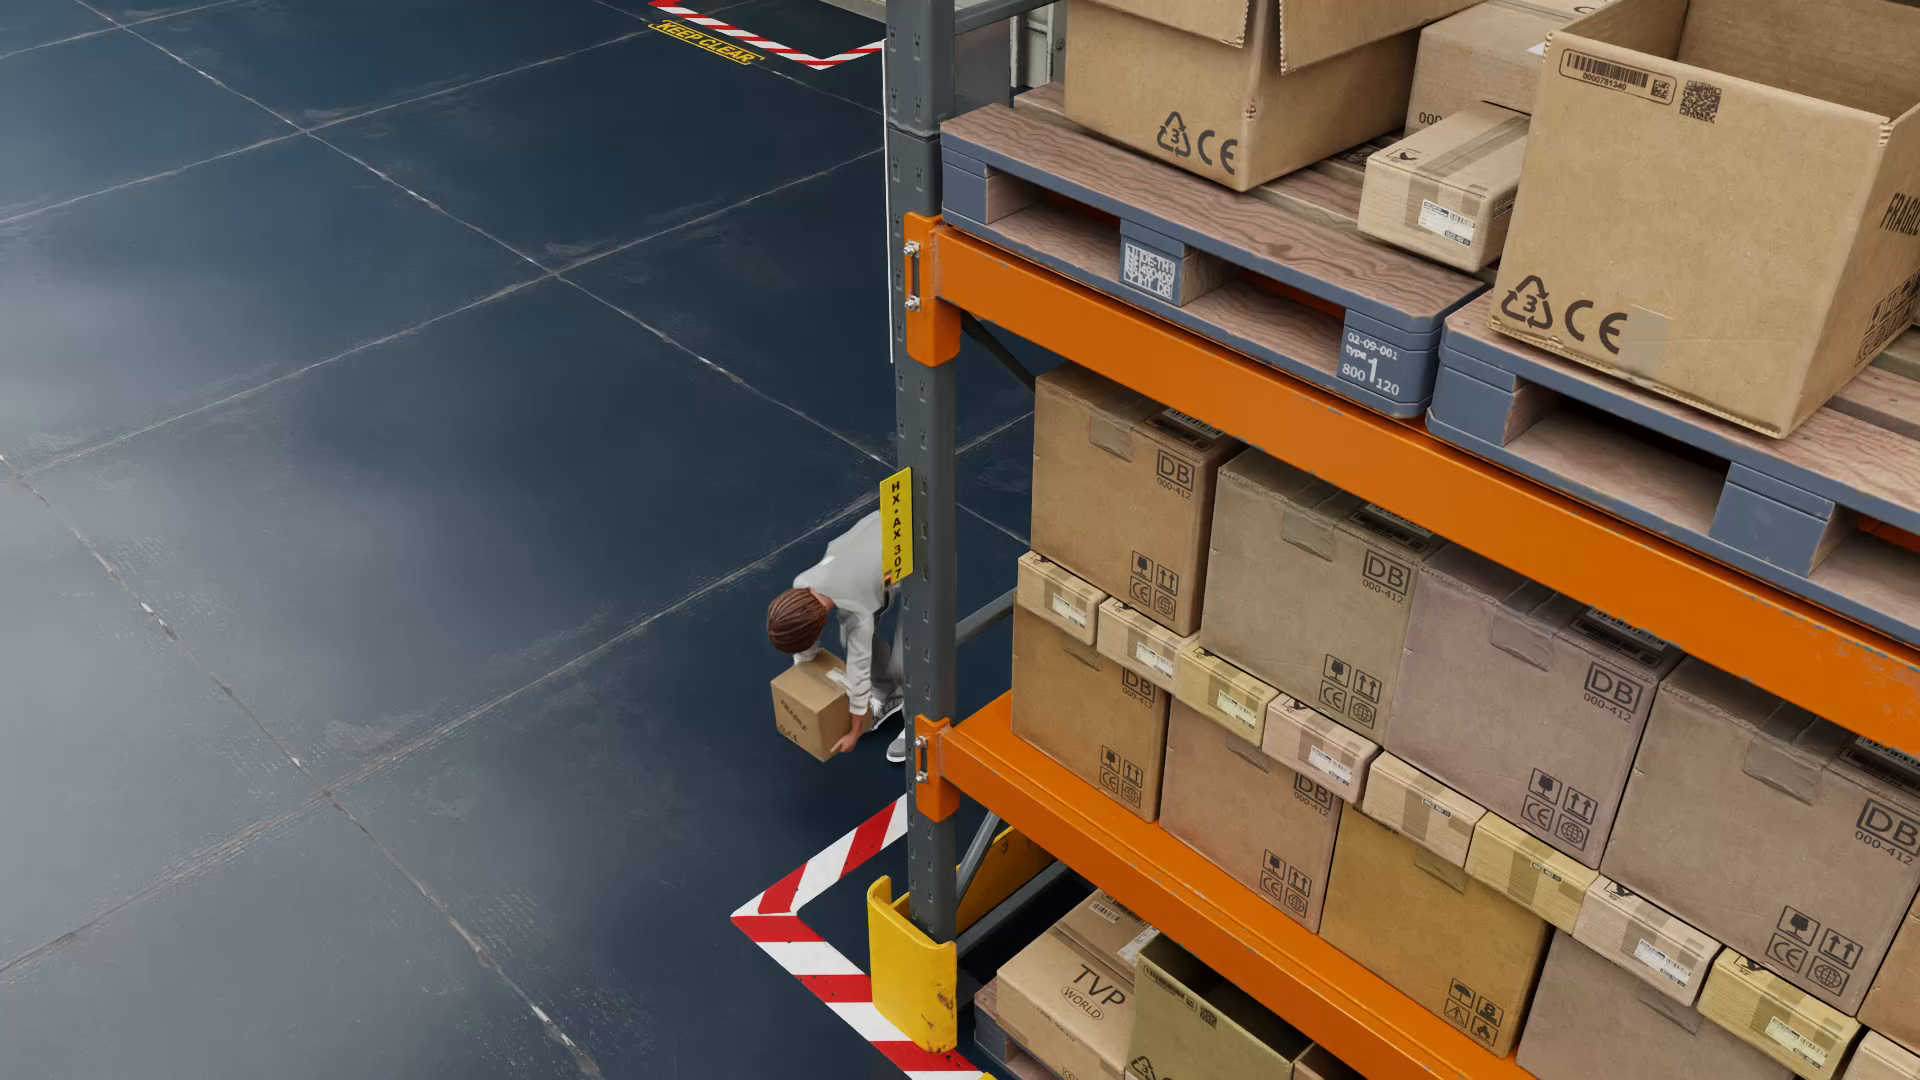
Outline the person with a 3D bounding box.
[{"bbox_3d":[-0.363,0.421,6.084,0.391,1.001,0.871,25,43,30],"label":"person"}]
